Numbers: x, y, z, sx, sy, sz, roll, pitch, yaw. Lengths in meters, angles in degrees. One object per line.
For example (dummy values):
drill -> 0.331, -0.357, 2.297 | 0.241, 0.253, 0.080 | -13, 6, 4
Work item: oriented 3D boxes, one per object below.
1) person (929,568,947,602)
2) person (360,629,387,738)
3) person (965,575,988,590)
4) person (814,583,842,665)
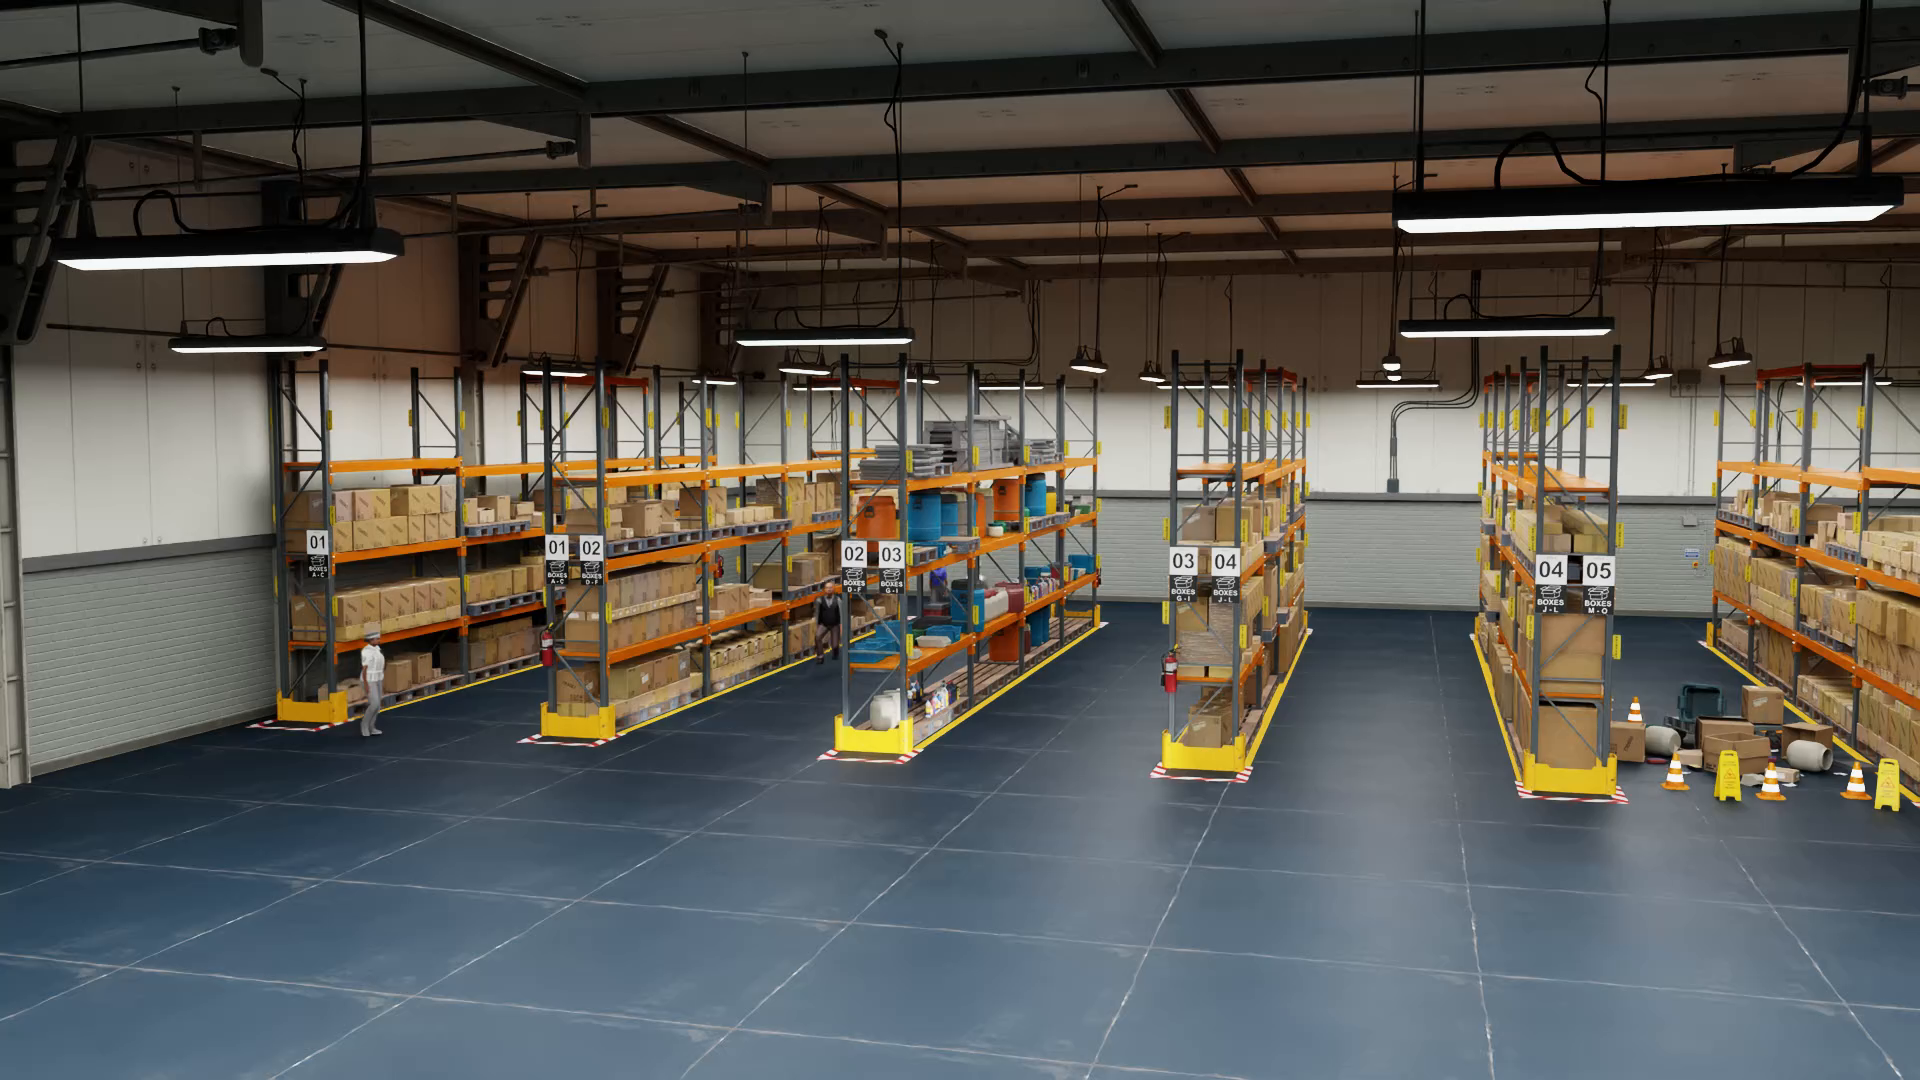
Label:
person -> -0.541, 1.240, 40.896 | 0.465, 1.596, 1.029 | 0, 4, 6
person -> -9.291, 2.266, 26.355 | 0.408, 1.694, 0.478 | 1, 4, 16
person -> 0.311, 1.390, 37.943 | 0.583, 1.722, 1.069 | 1, 4, 18
person -> -2.556, 1.618, 32.476 | 0.591, 1.545, 1.045 | 0, 4, 2
